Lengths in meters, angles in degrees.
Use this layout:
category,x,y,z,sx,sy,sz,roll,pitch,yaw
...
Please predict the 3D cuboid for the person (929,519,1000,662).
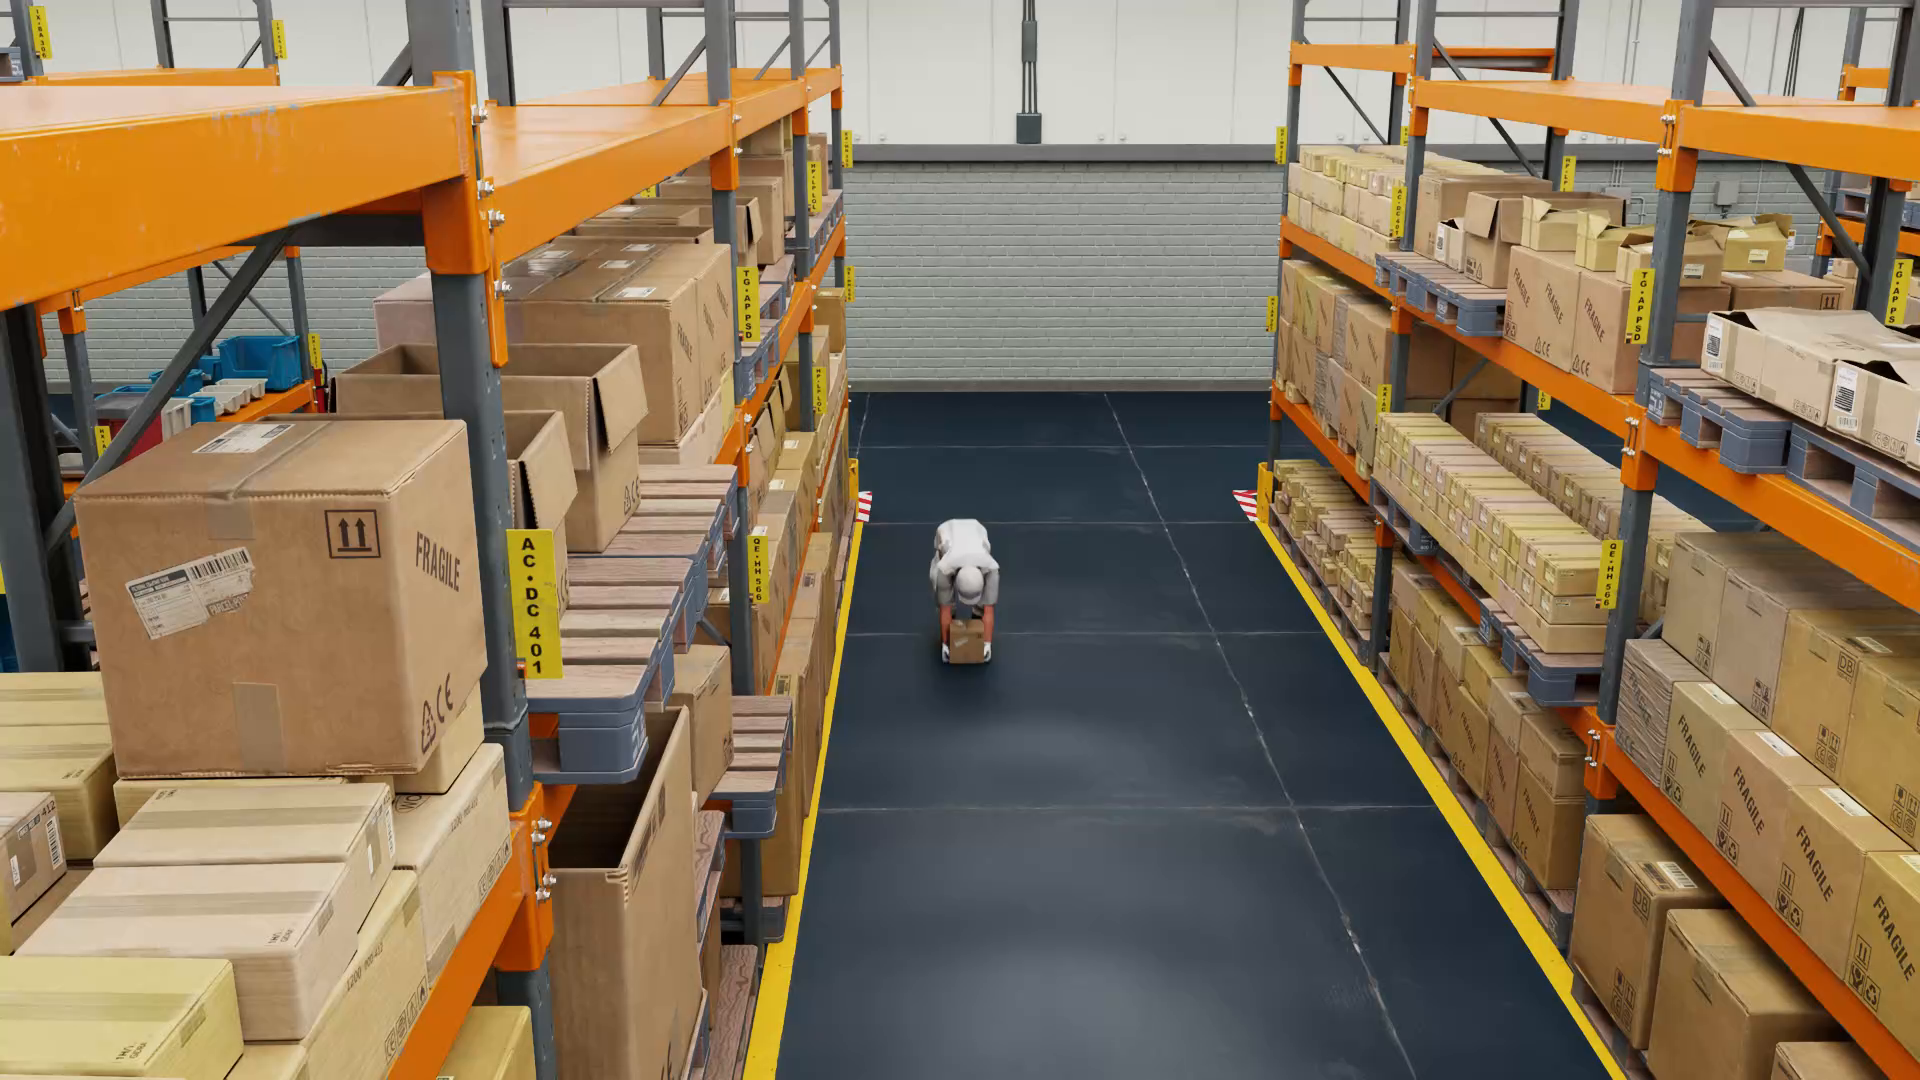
category,x,y,z,sx,sy,sz,roll,pitch,yaw
person,0.037,0.363,12.325,0.521,0.925,0.954,-1,17,-3
